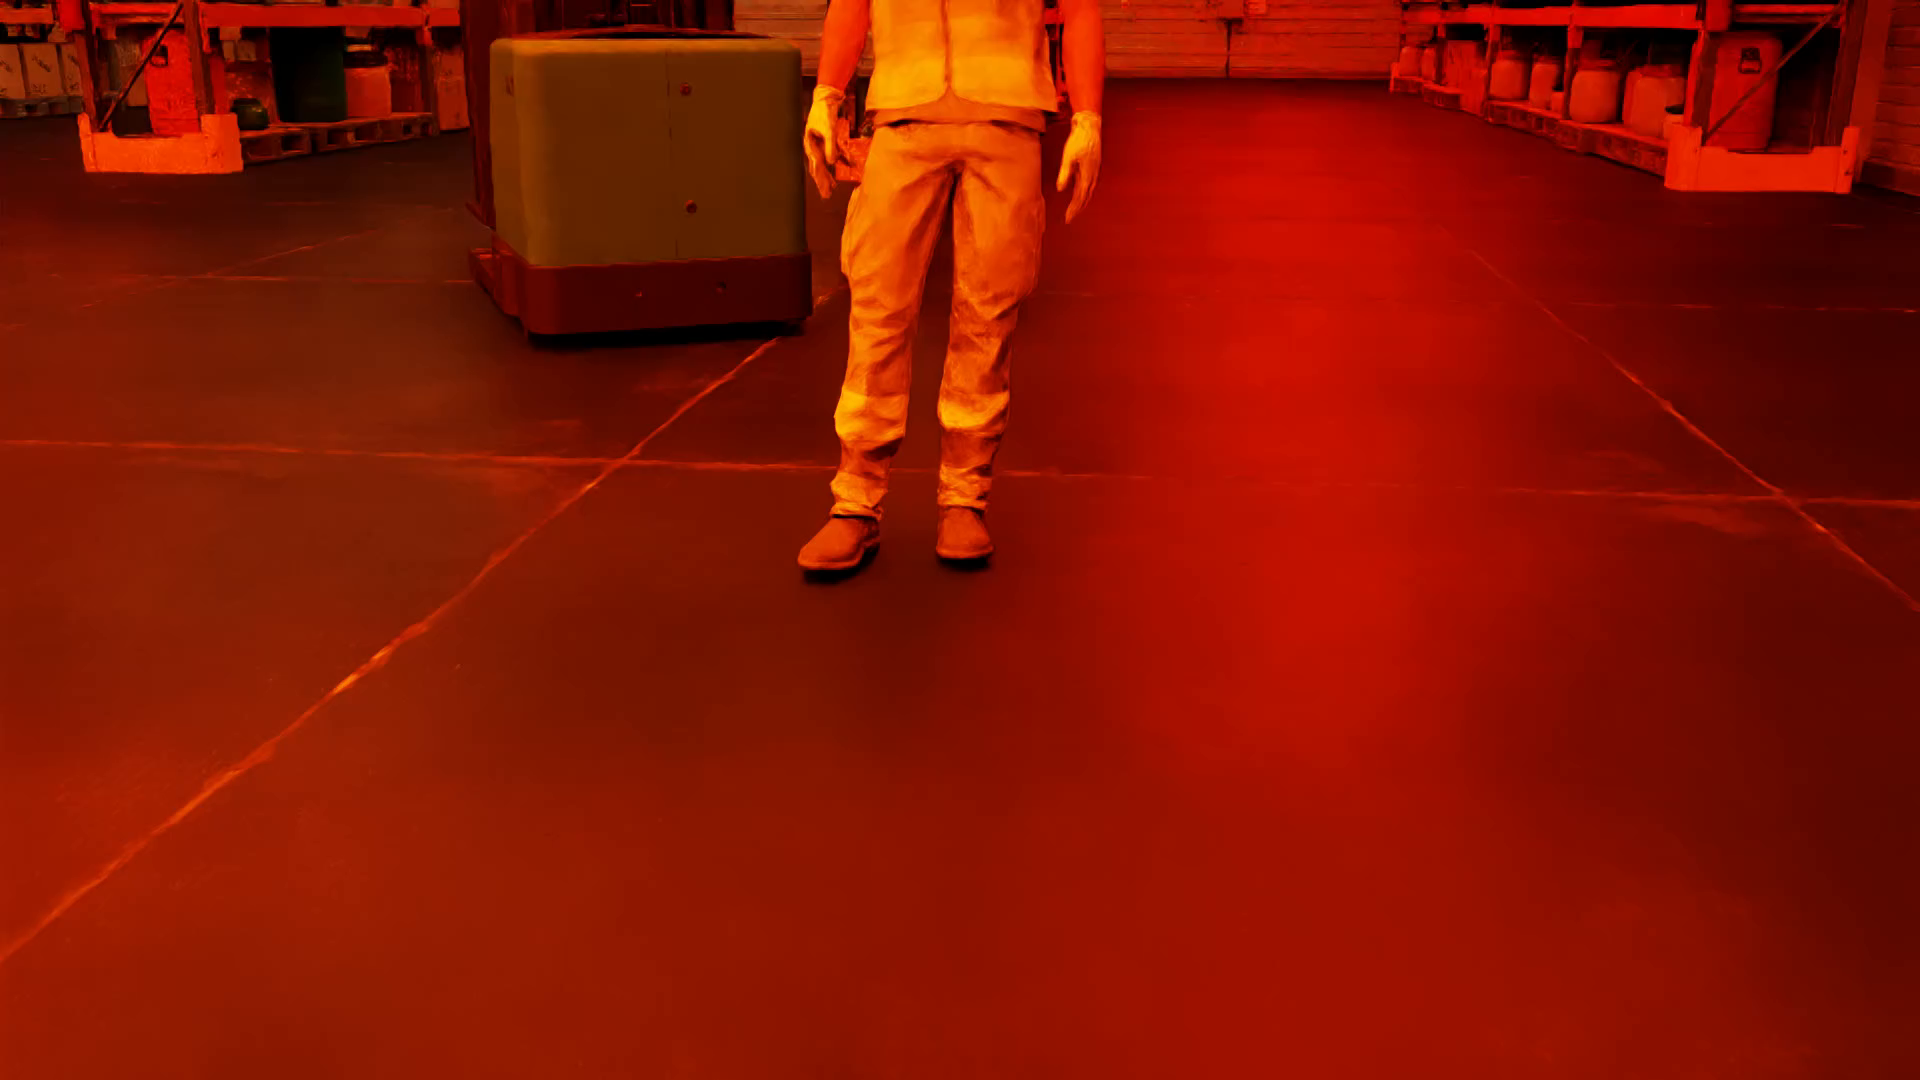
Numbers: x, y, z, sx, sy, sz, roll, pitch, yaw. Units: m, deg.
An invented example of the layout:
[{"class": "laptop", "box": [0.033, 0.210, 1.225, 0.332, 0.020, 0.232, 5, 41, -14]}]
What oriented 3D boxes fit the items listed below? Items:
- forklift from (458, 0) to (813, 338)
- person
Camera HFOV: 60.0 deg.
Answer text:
[{"class": "forklift", "box": [-1.568, -2.530, 6.975, 1.130, 2.935, 3.031, -7, 19, -20]}, {"class": "person", "box": [-0.021, -0.836, 3.480, 0.637, 1.787, 0.563, 2, 18, 7]}]
